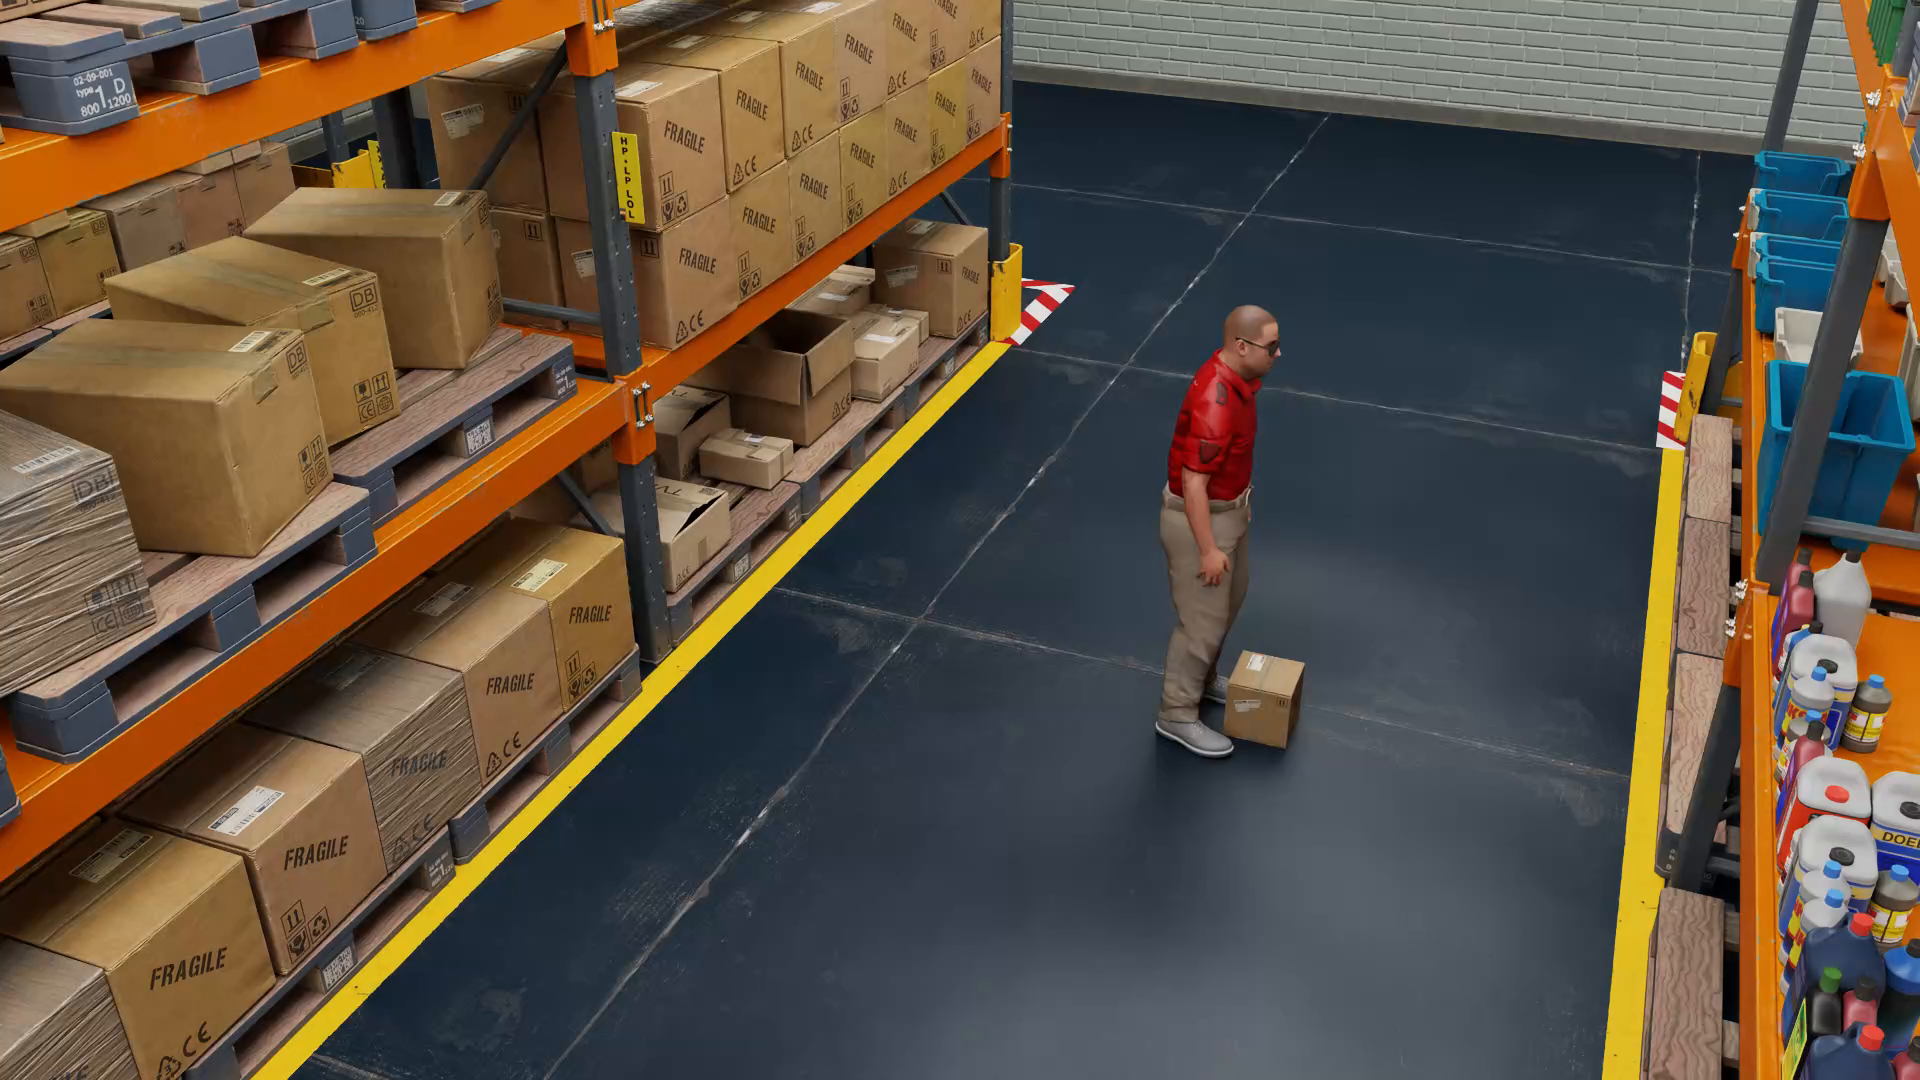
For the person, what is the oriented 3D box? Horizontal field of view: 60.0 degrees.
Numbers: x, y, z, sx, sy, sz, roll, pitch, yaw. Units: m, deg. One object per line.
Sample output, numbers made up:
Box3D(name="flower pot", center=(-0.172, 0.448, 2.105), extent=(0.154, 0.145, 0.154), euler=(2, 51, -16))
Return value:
Box3D(name="person", center=(0.962, -0.065, 6.256), extent=(0.390, 1.727, 0.599), euler=(10, 31, 18))
